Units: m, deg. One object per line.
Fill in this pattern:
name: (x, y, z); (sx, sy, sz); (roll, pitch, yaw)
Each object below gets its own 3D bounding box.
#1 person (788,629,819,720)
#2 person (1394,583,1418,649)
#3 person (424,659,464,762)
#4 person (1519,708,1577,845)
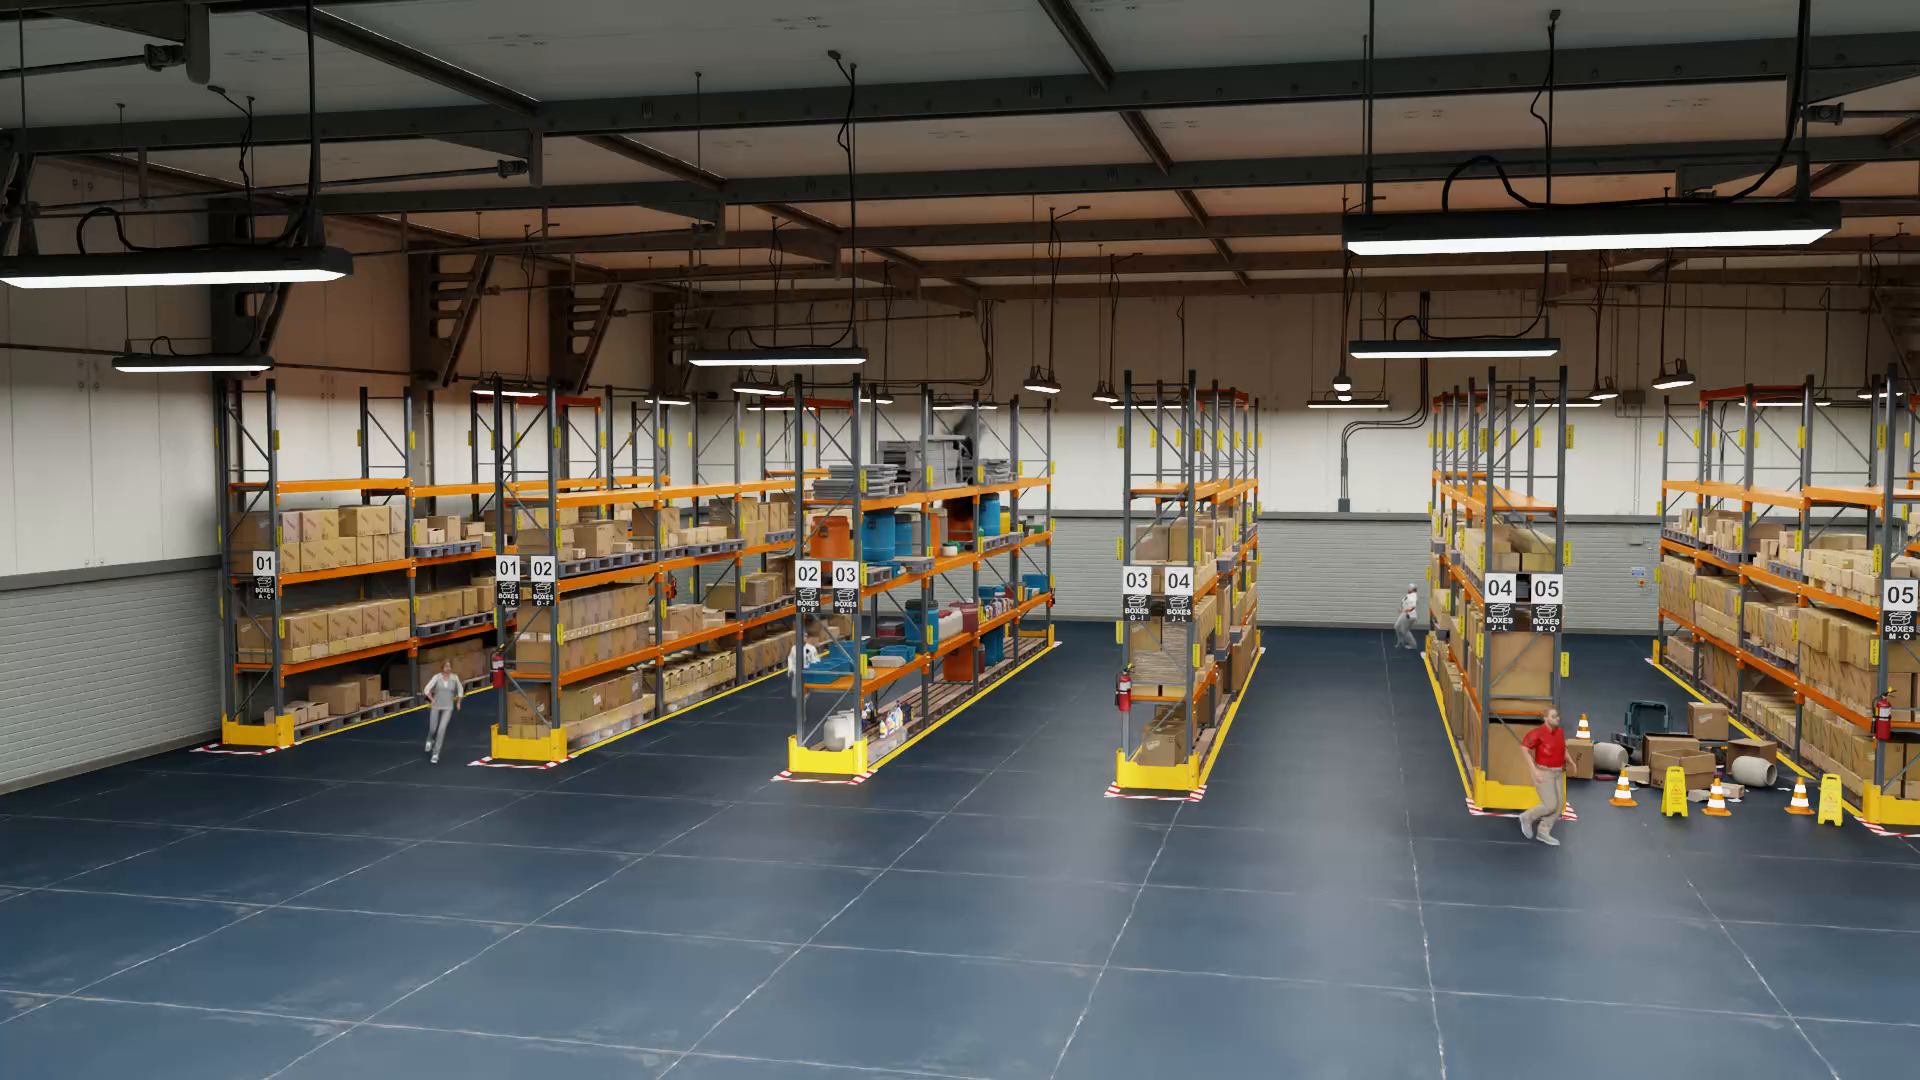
person: (-2.812, 2.398, 29.584); (0.612, 1.650, 0.551); (0, 3, 8)
person: (10.647, 1.834, 39.651); (0.544, 1.643, 0.753); (1, 4, 13)
person: (-8.098, 2.662, 26.101); (0.601, 1.533, 0.830); (-1, 4, -18)
person: (7.309, 2.922, 20.656); (0.678, 1.697, 0.597); (-2, 4, -32)
